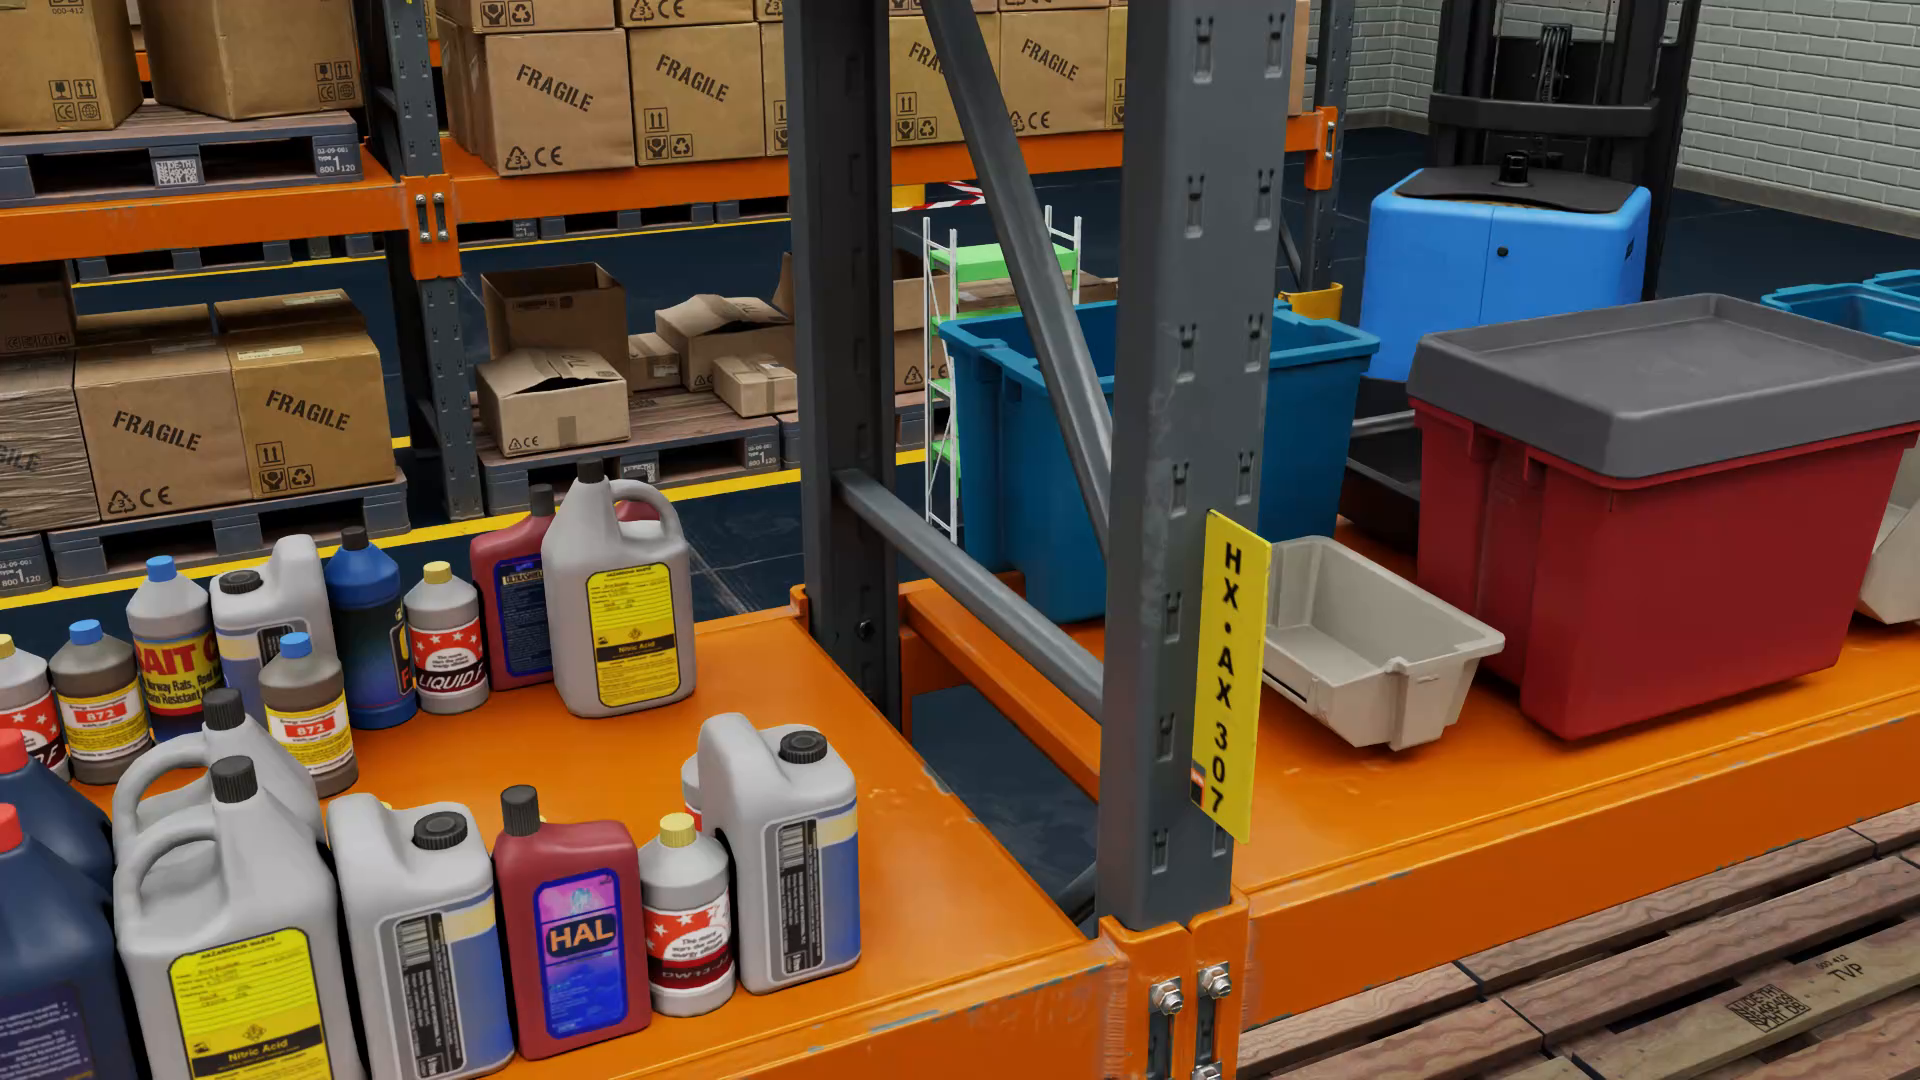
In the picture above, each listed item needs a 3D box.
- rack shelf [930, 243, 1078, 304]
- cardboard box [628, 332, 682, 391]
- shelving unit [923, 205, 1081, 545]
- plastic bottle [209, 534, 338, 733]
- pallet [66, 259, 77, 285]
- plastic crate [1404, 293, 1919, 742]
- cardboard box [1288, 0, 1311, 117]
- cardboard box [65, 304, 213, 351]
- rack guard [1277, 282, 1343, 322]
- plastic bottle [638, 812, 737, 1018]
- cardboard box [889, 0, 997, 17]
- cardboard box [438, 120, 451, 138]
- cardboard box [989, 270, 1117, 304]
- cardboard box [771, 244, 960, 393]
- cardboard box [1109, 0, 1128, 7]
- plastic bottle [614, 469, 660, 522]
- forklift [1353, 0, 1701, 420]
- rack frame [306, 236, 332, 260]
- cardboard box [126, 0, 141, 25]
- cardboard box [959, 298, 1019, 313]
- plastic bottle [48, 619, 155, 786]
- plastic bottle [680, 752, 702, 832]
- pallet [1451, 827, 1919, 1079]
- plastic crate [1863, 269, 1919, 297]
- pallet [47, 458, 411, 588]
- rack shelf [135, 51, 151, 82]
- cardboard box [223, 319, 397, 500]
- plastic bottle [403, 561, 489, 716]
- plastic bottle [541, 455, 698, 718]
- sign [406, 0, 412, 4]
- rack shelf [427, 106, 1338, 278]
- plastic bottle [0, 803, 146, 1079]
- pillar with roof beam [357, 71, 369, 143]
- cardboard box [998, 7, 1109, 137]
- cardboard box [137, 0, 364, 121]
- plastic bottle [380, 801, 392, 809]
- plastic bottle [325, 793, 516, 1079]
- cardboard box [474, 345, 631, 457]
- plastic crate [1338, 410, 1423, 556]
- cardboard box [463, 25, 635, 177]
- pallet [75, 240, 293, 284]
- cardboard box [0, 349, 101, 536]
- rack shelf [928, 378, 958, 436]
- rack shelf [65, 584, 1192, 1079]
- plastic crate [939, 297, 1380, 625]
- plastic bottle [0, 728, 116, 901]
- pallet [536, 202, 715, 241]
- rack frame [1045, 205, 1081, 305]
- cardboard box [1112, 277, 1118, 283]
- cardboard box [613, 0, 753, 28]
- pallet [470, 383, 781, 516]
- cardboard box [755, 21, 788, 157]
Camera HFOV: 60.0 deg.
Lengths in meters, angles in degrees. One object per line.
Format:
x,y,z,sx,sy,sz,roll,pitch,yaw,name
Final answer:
0.149,-0.966,5.928,0.480,0.148,0.258,-10,25,-24,rack shelf
-1.416,-0.794,7.398,0.250,0.149,0.380,-10,25,-24,cardboard box
0.149,-0.582,6.087,0.503,1.200,0.258,-10,25,-24,shelving unit
-0.885,0.139,2.155,0.135,0.276,0.152,-10,25,-24,plastic bottle
-6.033,-1.693,10.064,1.213,0.211,1.003,-10,25,-24,pallet
0.940,-0.044,2.272,0.583,0.464,0.402,-10,25,-24,plastic crate
1.201,-2.174,7.450,0.500,0.500,0.500,-10,24,-22,cardboard box
-3.135,-0.592,6.452,0.500,0.500,0.500,-10,25,-23,cardboard box
1.418,-1.128,8.323,0.348,0.500,1.175,-10,25,-24,rack guard
-0.281,0.372,1.688,0.097,0.201,0.097,0,22,0,plastic bottle
-0.178,-2.379,6.637,0.500,0.500,0.500,-10,24,-22,cardboard box
-3.552,-2.467,11.007,0.500,0.500,0.700,-10,25,-23,cardboard box
0.423,-1.153,8.135,0.500,0.250,0.500,-10,25,-24,cardboard box
-0.427,-0.996,7.422,0.637,0.503,0.797,-10,25,-24,cardboard box
0.749,-2.552,7.054,0.500,0.500,0.500,-10,24,-22,cardboard box
-0.489,0.043,2.377,0.133,0.283,0.061,-10,25,-24,plastic bottle
2.824,-2.197,7.726,1.130,2.935,3.031,11,25,25,forklift
-4.270,-3.339,10.395,0.127,3.000,1.000,-10,25,-24,rack frame
-5.032,-3.280,9.707,0.500,0.500,0.500,-10,25,-23,cardboard box
0.234,-0.907,7.538,0.500,0.250,0.500,-10,25,-24,cardboard box
-1.089,0.199,2.107,0.097,0.201,0.097,0,22,0,plastic bottle
-0.259,0.304,1.854,0.097,0.201,0.097,0,22,0,plastic bottle
1.773,1.024,3.499,1.213,0.211,1.003,-10,25,-24,pallet
2.079,-0.393,3.418,0.300,0.233,0.416,-10,25,-24,plastic crate
-2.835,-0.196,6.448,1.213,0.211,1.003,-10,25,-24,pallet
-6.072,-2.675,9.731,4.000,0.370,1.077,-10,25,-24,rack shelf
-2.438,-0.500,6.230,0.500,0.500,0.500,-11,25,-24,cardboard box
-0.705,0.128,2.278,0.097,0.201,0.097,0,22,0,plastic bottle
-0.467,0.051,2.269,0.185,0.351,0.144,-10,25,-24,plastic bottle
-1.874,-1.977,5.590,0.005,0.325,0.100,-10,25,-24,sign
-0.316,-1.632,7.211,4.000,0.370,1.077,-10,25,-24,rack shelf
-0.826,0.394,1.441,0.185,0.351,0.144,-10,25,-24,plastic bottle
-2.147,-5.042,6.664,0.400,9.000,9.100,-10,25,-24,pillar with roof beam
0.283,-2.006,7.043,0.500,0.500,0.500,-10,25,-23,cardboard box
-2.642,-1.871,6.169,0.700,0.500,0.500,21,30,41,cardboard box
-0.588,0.364,1.707,0.097,0.201,0.097,0,22,0,plastic bottle
-0.517,0.370,1.597,0.135,0.276,0.152,-10,25,-24,plastic bottle
-1.646,-0.589,6.690,0.500,0.311,0.500,-10,25,-24,cardboard box
0.919,-0.104,2.860,0.590,0.125,0.437,-10,25,-24,plastic crate
-1.541,-1.669,6.230,0.500,0.500,0.500,-10,24,-22,cardboard box
-4.932,-1.897,10.556,1.213,0.211,1.003,-10,25,-24,pallet
-3.340,-0.338,5.838,0.500,0.500,0.500,-10,25,-23,cardboard box
0.149,-0.523,6.111,0.480,0.148,0.258,-10,25,-24,rack shelf
-1.775,0.739,1.483,4.000,0.370,1.077,-10,25,-24,rack shelf
0.300,-0.140,2.609,0.575,0.384,0.392,-10,25,-24,plastic crate
-0.889,0.344,1.561,0.185,0.351,0.144,-10,25,-24,plastic bottle
-2.450,-2.354,11.660,1.213,0.211,1.003,-10,25,-24,pallet
0.369,-0.622,6.185,0.015,1.200,0.240,-10,25,-24,rack frame
0.960,-1.231,8.454,0.250,0.149,0.380,-10,25,-24,cardboard box
-1.107,-2.208,6.223,0.500,0.500,0.500,-11,25,-25,cardboard box
-1.499,-0.458,7.080,1.213,0.211,1.003,-10,25,-24,pallet
-0.629,-1.838,6.637,0.500,0.500,0.500,-11,25,-24,cardboard box
